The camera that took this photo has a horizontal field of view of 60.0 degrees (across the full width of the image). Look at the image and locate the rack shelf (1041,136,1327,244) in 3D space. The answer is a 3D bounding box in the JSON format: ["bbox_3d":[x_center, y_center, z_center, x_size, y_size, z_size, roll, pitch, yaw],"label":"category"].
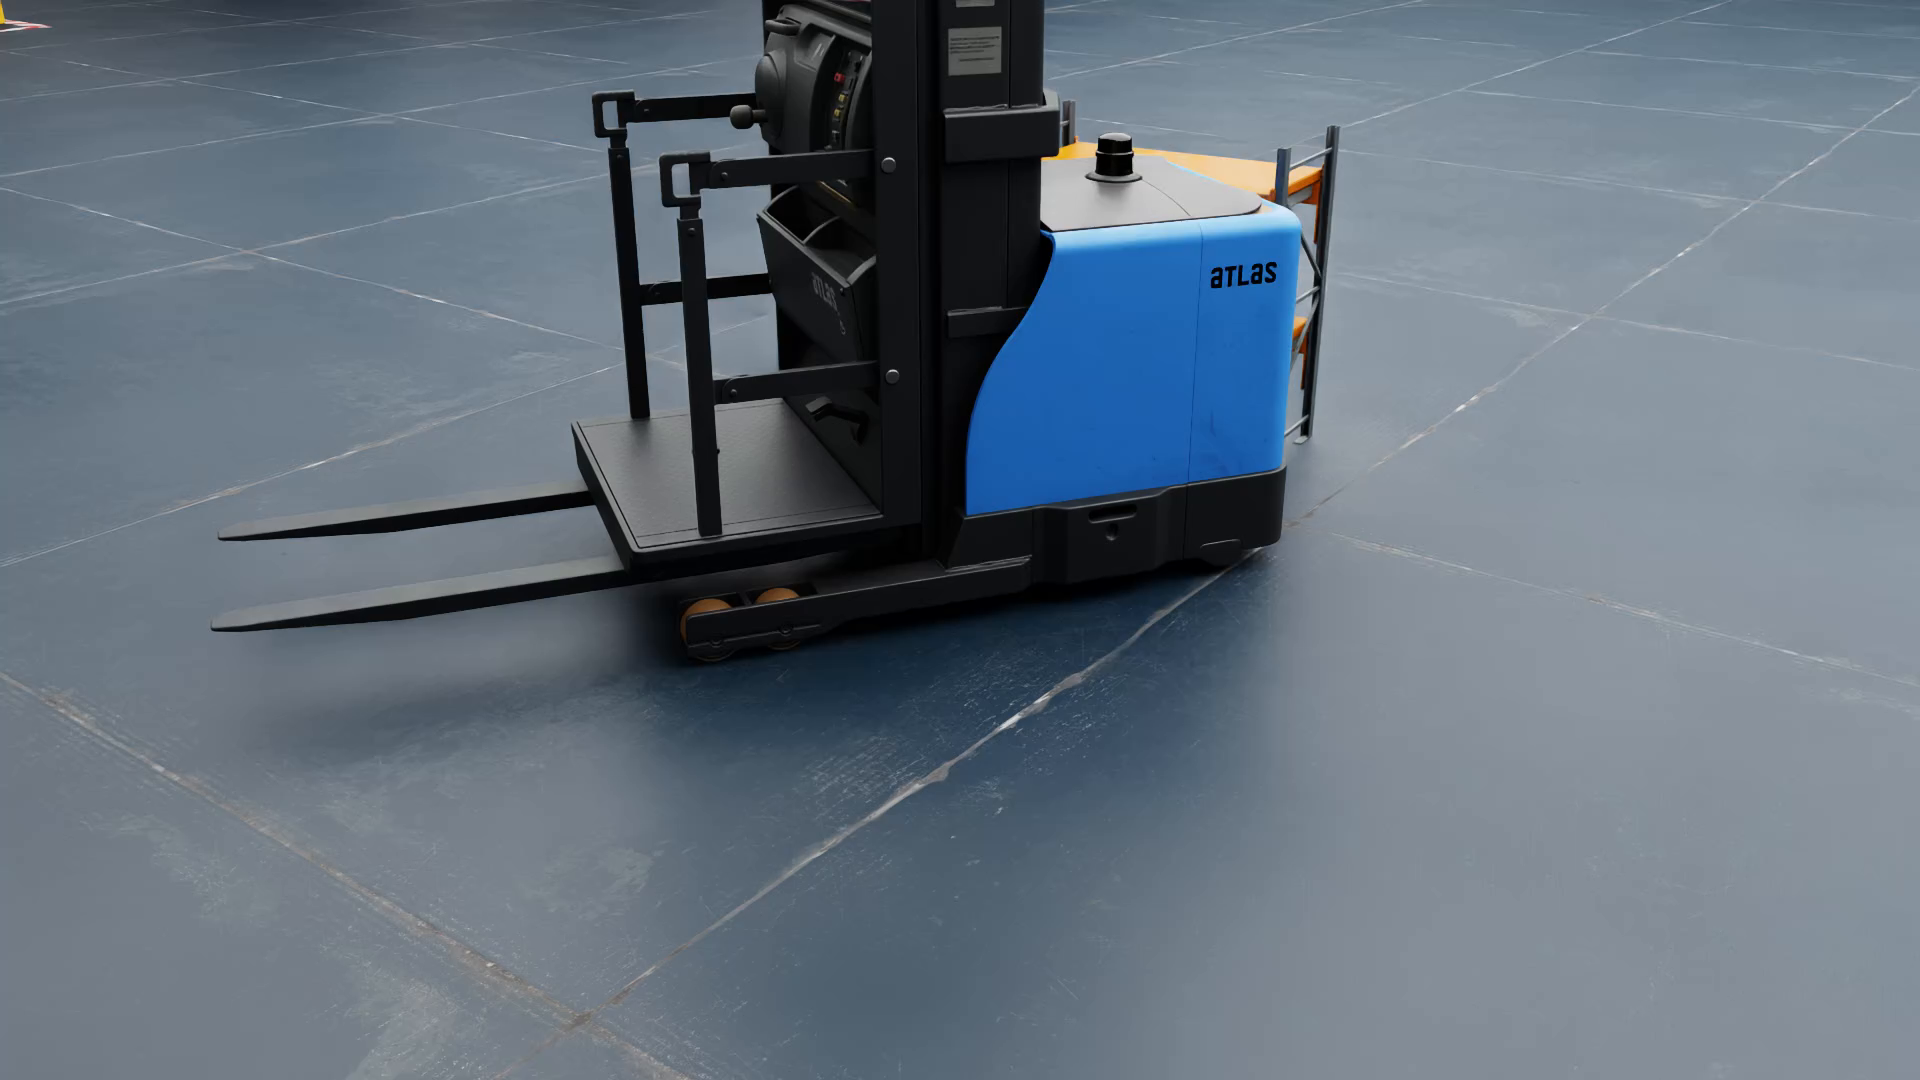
[{"bbox_3d":[0.720,-1.191,5.831,1.000,0.278,0.538,14,27,28],"label":"rack shelf"}]

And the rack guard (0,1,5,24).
[{"bbox_3d":[-10.702,-5.626,17.399,0.348,0.500,1.175,17,29,33],"label":"rack guard"}]

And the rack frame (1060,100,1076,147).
[{"bbox_3d":[0.286,-1.030,6.191,0.032,1.125,0.500,14,27,28],"label":"rack frame"}]

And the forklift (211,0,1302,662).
[{"bbox_3d":[-0.586,-1.252,4.457,3.031,2.935,1.130,-9,25,-19],"label":"forklift"}]

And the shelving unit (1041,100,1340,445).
[{"bbox_3d":[0.720,-0.923,5.949,1.048,1.125,0.538,14,27,28],"label":"shelving unit"}]

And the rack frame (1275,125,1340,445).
[{"bbox_3d":[1.153,-0.816,5.707,0.032,1.125,0.500,14,27,28],"label":"rack frame"}]

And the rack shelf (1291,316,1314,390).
[{"bbox_3d":[0.720,-0.699,6.048,1.000,0.278,0.538,14,27,28],"label":"rack shelf"}]
